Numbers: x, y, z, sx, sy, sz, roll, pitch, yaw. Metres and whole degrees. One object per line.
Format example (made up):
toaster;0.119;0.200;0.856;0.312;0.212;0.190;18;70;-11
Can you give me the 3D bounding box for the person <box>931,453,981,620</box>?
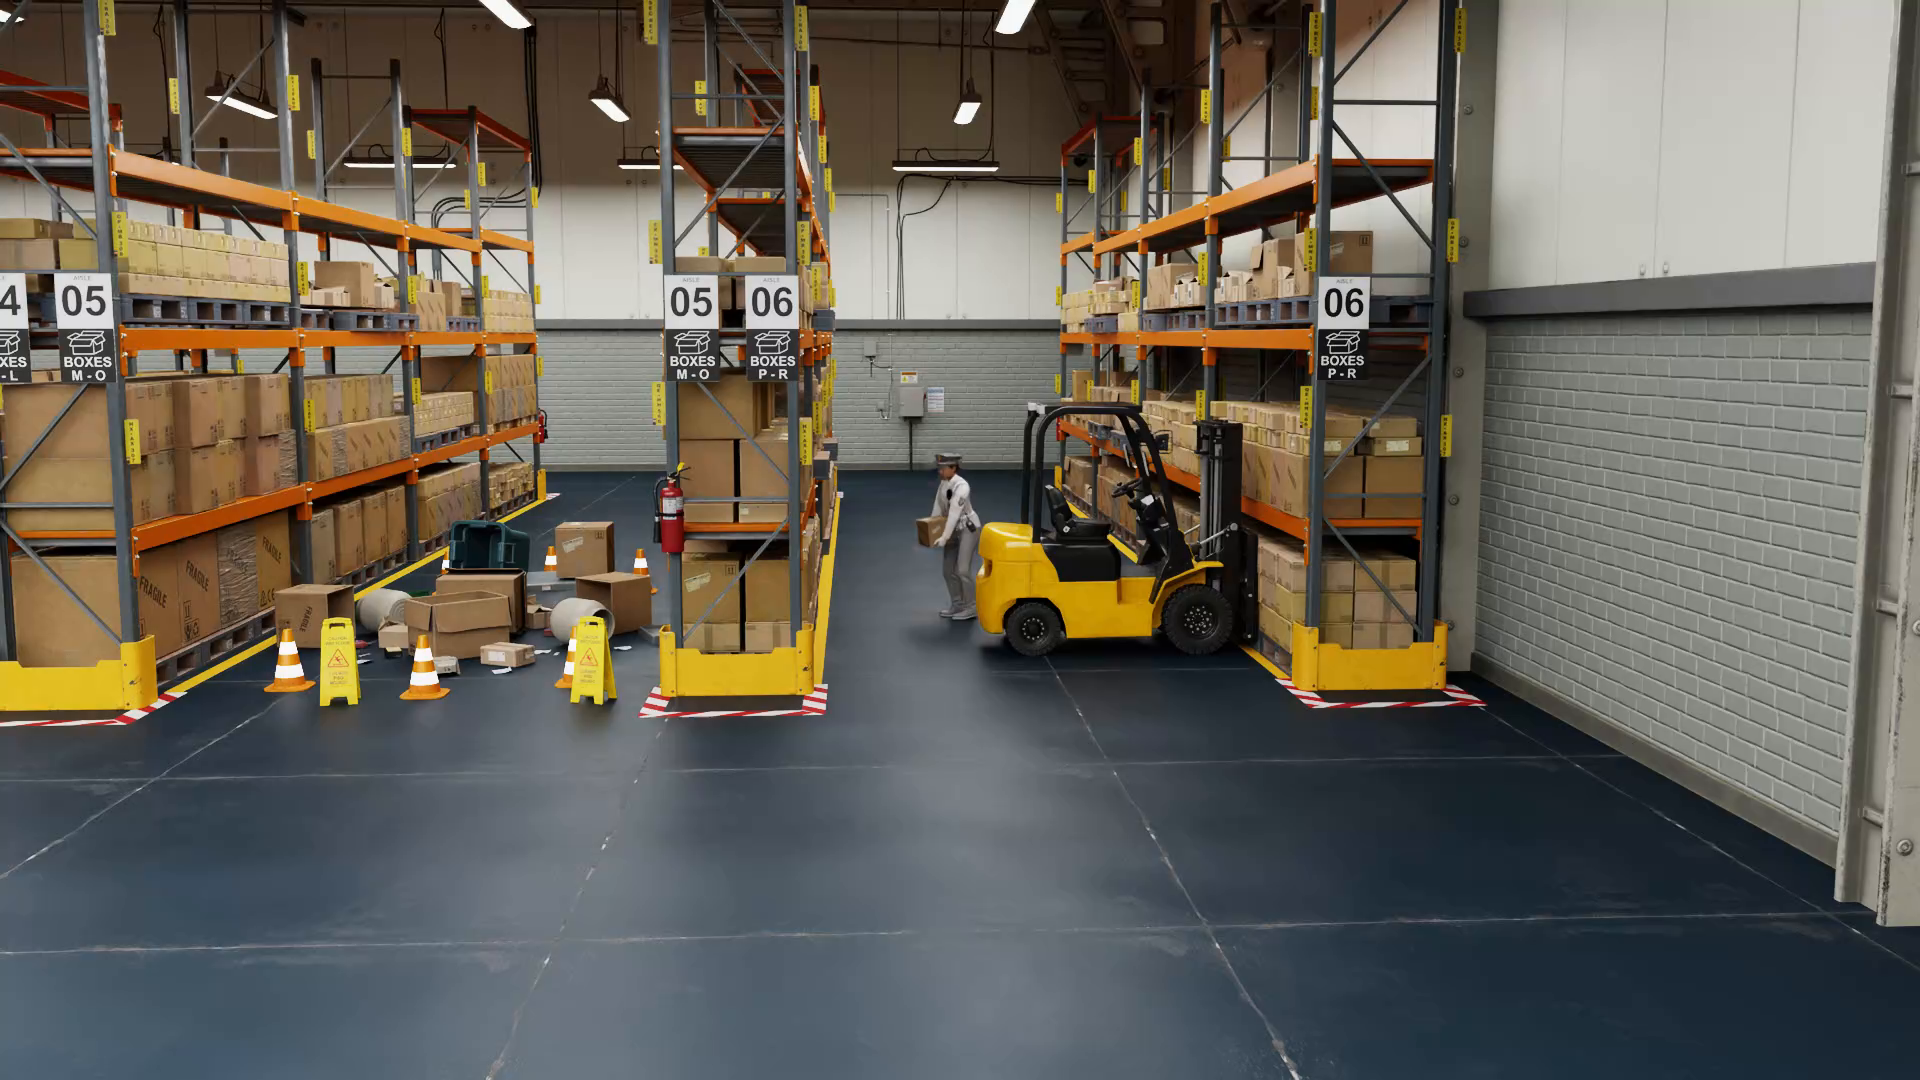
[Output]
person;-0.075;-0.036;16.217;0.563;1.631;0.419;-5;8;-34
